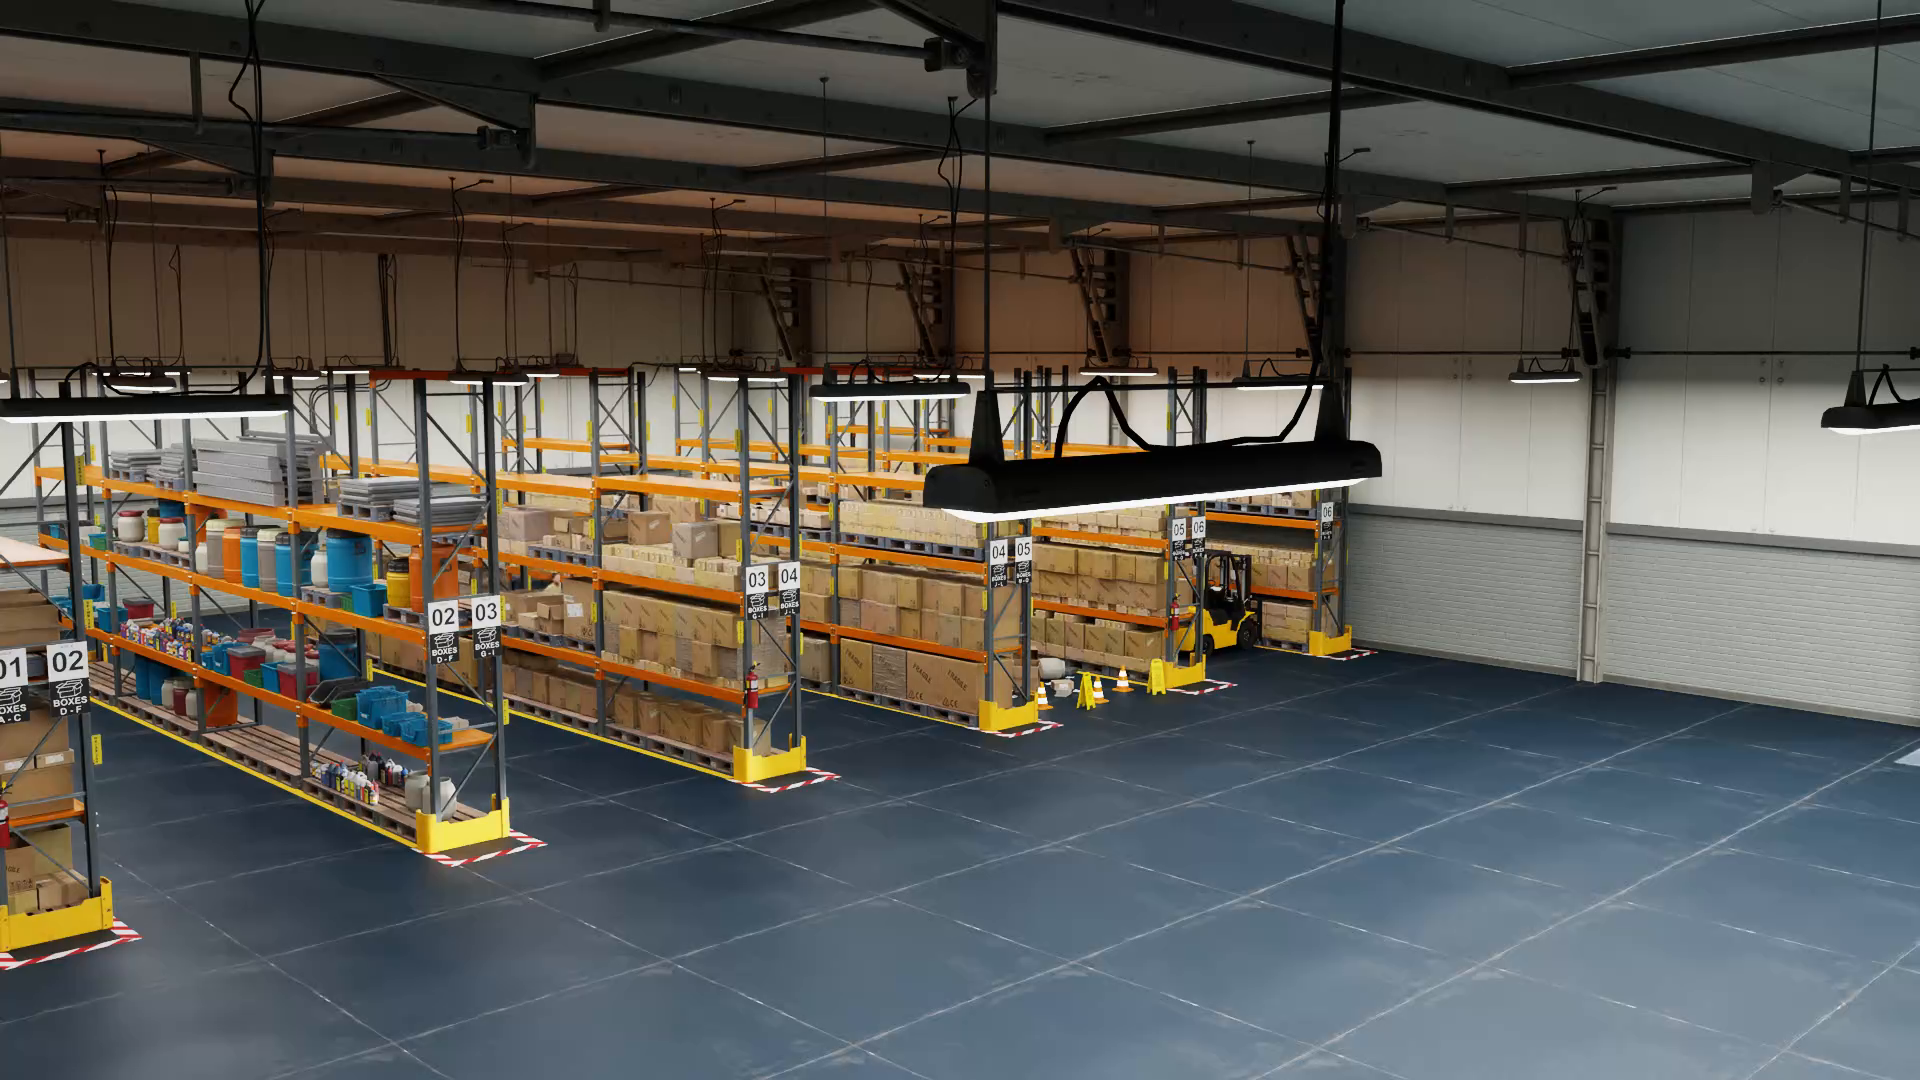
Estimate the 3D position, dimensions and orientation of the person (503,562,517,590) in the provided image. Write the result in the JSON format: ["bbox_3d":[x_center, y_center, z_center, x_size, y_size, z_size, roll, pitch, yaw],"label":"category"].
[{"bbox_3d":[-10.959,0.985,40.690,0.573,1.574,0.797,5,8,40],"label":"person"}]

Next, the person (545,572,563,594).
[{"bbox_3d":[-8.643,1.481,35.594,0.767,1.631,0.607,6,9,43],"label":"person"}]
